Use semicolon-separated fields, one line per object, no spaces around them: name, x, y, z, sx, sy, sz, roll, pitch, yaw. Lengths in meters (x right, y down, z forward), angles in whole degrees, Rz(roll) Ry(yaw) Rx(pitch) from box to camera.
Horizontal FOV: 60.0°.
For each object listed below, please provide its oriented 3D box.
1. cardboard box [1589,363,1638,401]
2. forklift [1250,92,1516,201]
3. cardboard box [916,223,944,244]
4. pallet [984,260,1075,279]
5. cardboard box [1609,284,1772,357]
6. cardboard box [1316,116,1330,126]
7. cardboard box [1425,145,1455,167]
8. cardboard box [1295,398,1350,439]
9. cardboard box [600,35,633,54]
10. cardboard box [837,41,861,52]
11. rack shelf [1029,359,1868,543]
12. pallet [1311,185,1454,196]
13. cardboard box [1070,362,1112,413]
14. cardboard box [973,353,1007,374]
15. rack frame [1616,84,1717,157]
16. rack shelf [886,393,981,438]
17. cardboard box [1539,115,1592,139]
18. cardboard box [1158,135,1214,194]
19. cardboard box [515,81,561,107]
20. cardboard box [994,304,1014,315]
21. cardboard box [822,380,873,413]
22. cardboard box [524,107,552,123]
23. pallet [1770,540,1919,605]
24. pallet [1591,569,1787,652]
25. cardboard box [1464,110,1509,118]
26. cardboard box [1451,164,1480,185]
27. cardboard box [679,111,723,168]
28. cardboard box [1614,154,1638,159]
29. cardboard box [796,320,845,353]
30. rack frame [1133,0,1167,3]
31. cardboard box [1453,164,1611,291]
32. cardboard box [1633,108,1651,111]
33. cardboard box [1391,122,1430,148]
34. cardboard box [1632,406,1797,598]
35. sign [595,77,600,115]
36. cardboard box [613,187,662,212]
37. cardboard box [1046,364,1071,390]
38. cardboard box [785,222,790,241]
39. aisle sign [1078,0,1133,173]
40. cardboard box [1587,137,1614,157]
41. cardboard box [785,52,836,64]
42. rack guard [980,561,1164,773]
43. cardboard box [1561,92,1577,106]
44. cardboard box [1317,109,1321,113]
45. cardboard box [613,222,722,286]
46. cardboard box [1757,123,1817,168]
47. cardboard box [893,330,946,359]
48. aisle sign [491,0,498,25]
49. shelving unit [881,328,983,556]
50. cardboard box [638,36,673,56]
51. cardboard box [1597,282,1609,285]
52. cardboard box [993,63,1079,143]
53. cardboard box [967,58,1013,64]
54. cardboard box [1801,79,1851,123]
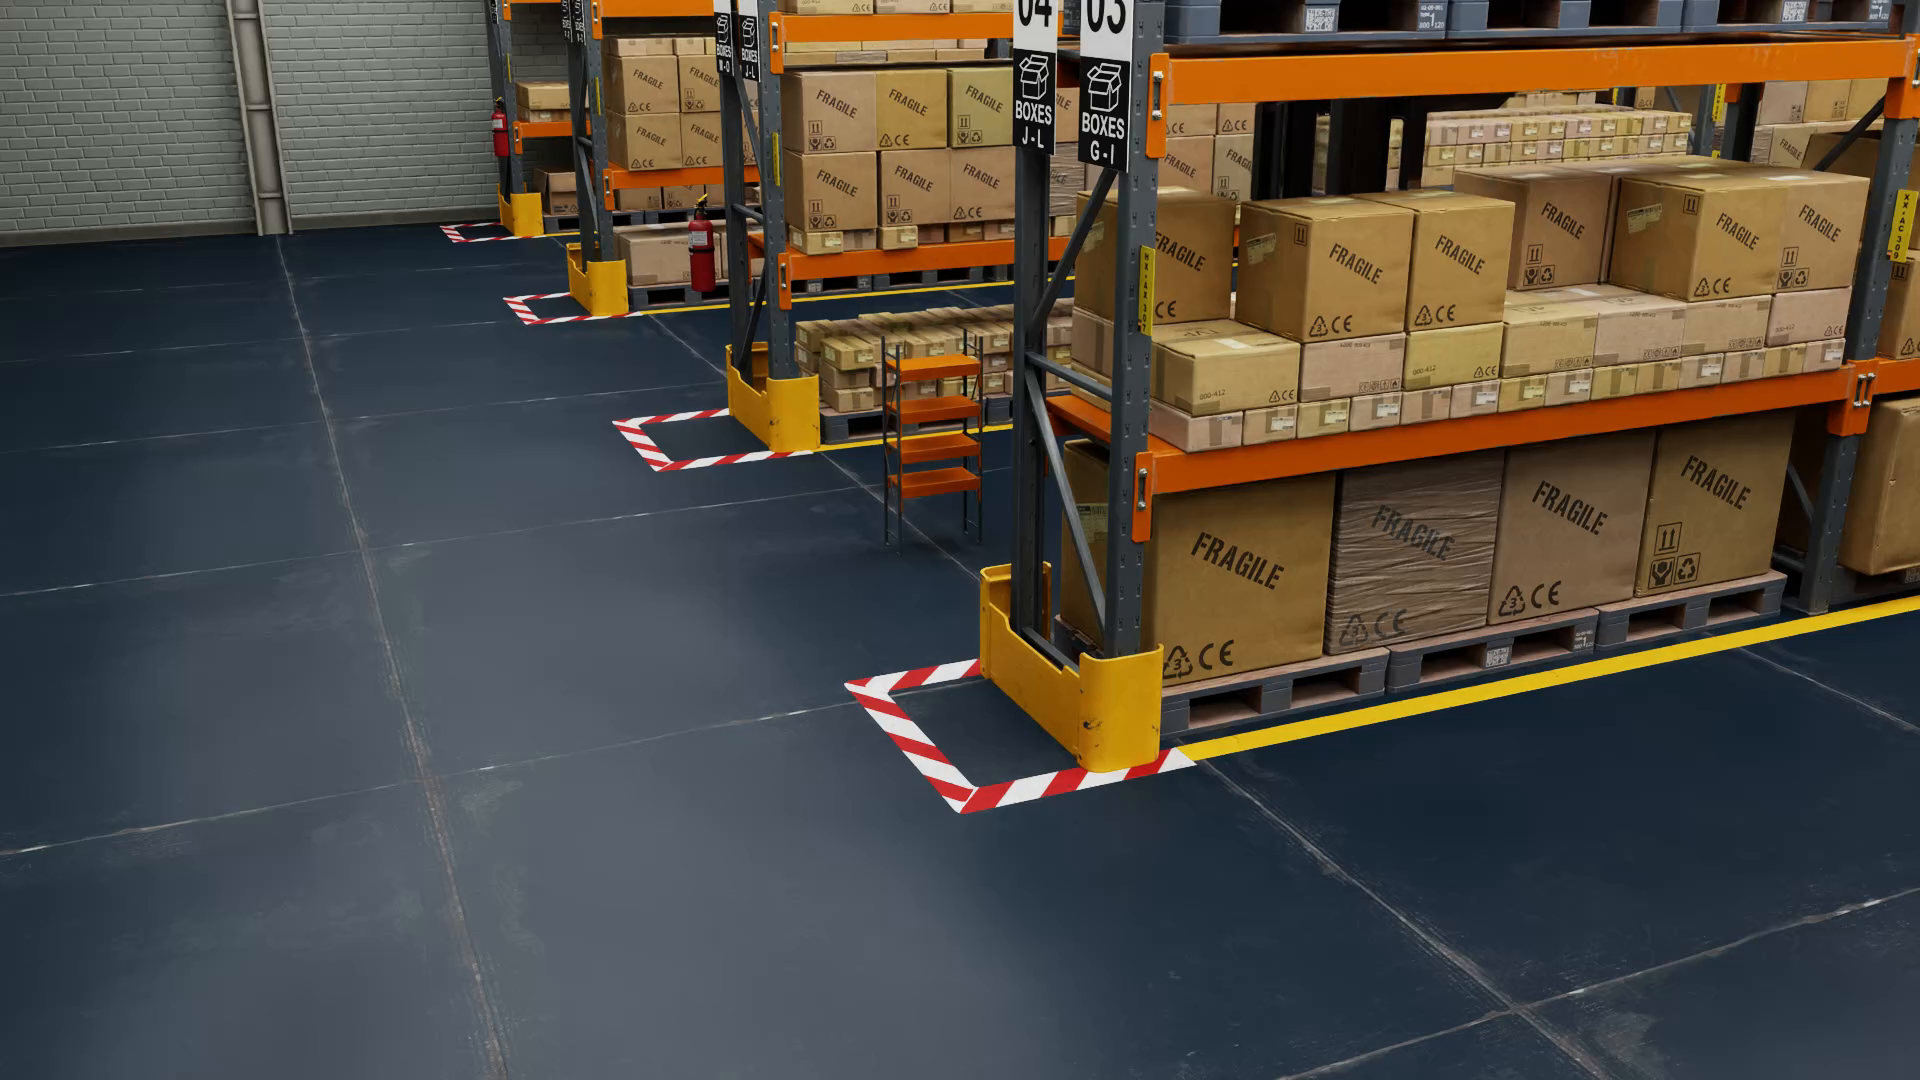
cardboard box;2.827;-0.755;7.529;0.250;0.149;0.380;-9;21;-23
forklift;2.584;-1.792;10.197;3.031;2.935;1.130;-9;21;-24
cardboard box;-0.291;-2.148;11.484;0.250;0.149;0.380;-7;21;-19
pallet;0.910;-3.014;17.765;1.213;0.211;1.003;-8;21;-22
cardboard box;3.381;-1.046;7.753;0.500;0.250;0.500;-7;21;-20
cardboard box;2.823;-3.217;12.992;0.250;0.149;0.380;-9;21;-24
cardboard box;3.542;-2.944;12.664;0.250;0.149;0.380;-9;21;-24
cardboard box;1.411;-0.552;6.953;0.250;0.149;0.380;-9;21;-23
cardboard box;-3.191;-4.612;15.471;0.250;0.149;0.380;-8;21;-21
cardboard box;-1.124;-4.743;15.845;0.250;0.149;0.380;-9;21;-23
rack shelf;2.321;-0.581;7.738;4.000;0.370;1.077;-8;21;-22
pallet;3.045;-2.675;12.891;1.213;0.211;1.003;-8;21;-22
cardboard box;0.681;-0.686;7.331;0.250;0.149;0.380;-8;21;-21
cardboard box;0.143;-1.310;11.937;0.250;0.149;0.380;-9;21;-25
rack frame;5.958;-3.235;14.194;0.127;3.000;1.000;-8;21;-22
rack shelf;-0.152;-0.692;9.209;0.480;0.148;0.258;-8;21;-22
cardboard box;4.750;-3.258;13.109;0.250;0.149;0.380;-8;21;-22
cardboard box;1.476;-2.679;12.015;0.500;0.500;0.500;-9;21;-23
cardboard box;-5.094;-5.403;20.129;0.500;0.250;0.500;-8;21;-20
cardboard box;0.442;-1.663;12.493;0.250;0.149;0.380;-8;21;-22
cardboard box;-0.780;-1.007;11.527;0.250;0.149;0.380;-8;21;-21
cardboard box;-5.000;-5.033;19.679;0.250;0.149;0.380;-8;21;-22
pallet;4.836;0.008;9.182;1.213;0.211;1.003;-8;21;-22
pallet;3.428;0.208;8.612;1.213;0.211;1.003;-8;21;-22
cardboard box;4.251;-3.420;13.569;0.250;0.149;0.380;-7;21;-20
cardboard box;3.777;-2.836;12.807;0.250;0.149;0.380;-9;21;-24
cardboard box;-2.433;-3.777;15.581;0.500;0.500;0.500;-8;21;-23
cardboard box;5.222;-3.044;13.395;0.250;0.149;0.380;-8;21;-21
cardboard box;-1.002;-1.464;11.927;0.250;0.149;0.380;-8;21;-21
rack frame;0.484;-3.487;5.875;0.127;3.000;1.000;-8;21;-22
cardboard box;2.685;-1.489;7.883;0.500;0.500;0.500;-9;21;-24
cardboard box;7.994;-5.083;19.819;0.250;0.149;0.380;-8;21;-22
cardboard box;3.319;-3.052;12.524;0.250;0.149;0.380;-8;21;-21
cardboard box;3.519;-0.317;8.471;0.875;0.875;0.875;-8;21;-22
sign;-3.227;-3.955;14.814;0.005;0.325;0.100;-8;21;-22
cardboard box;-4.011;-4.363;20.529;0.500;0.500;0.700;-7;21;-20
cardboard box;0.635;-1.215;12.116;0.250;0.149;0.380;-8;21;-22
cardboard box;-1.200;-2.193;11.613;0.250;0.149;0.380;-8;21;-22
aisle sign;0.537;-1.782;6.153;0.004;0.787;0.394;-8;21;-22
cardboard box;4.970;-3.147;13.242;0.250;0.149;0.380;-8;21;-22
cardboard box;-1.489;-4.380;15.789;0.500;0.500;0.500;-8;21;-22
rack guard;0.462;0.525;7.277;0.348;0.500;1.175;-8;21;-22
cardboard box;6.965;-5.156;19.395;0.250;0.149;0.380;-9;21;-24
cardboard box;3.560;-4.755;17.984;0.500;0.250;0.500;-8;21;-22
cardboard box;-2.875;-2.786;16.143;0.875;0.438;0.875;-9;21;-24
cardboard box;6.943;-3.327;14.303;0.500;0.500;0.500;-8;21;-22
cardboard box;-0.284;-1.349;11.601;0.250;0.149;0.380;-8;21;-22
aisle sign;-5.357;-6.320;19.040;0.004;0.787;0.394;-8;21;-22
shelving unit;-0.152;-0.544;9.261;0.503;1.200;0.258;-8;21;-22
cardboard box;-2.793;-4.522;15.216;0.250;0.149;0.380;-8;21;-21
cardboard box;3.163;-1.207;8.211;0.500;0.250;0.500;-8;21;-22
cardboard box;0.543;-3.018;11.473;0.500;0.500;0.500;-9;21;-24
cardboard box;0.358;-3.186;11.951;0.500;0.500;0.500;-9;21;-24
cardboard box;7.308;-3.945;14.554;0.500;0.500;0.700;-8;21;-23
